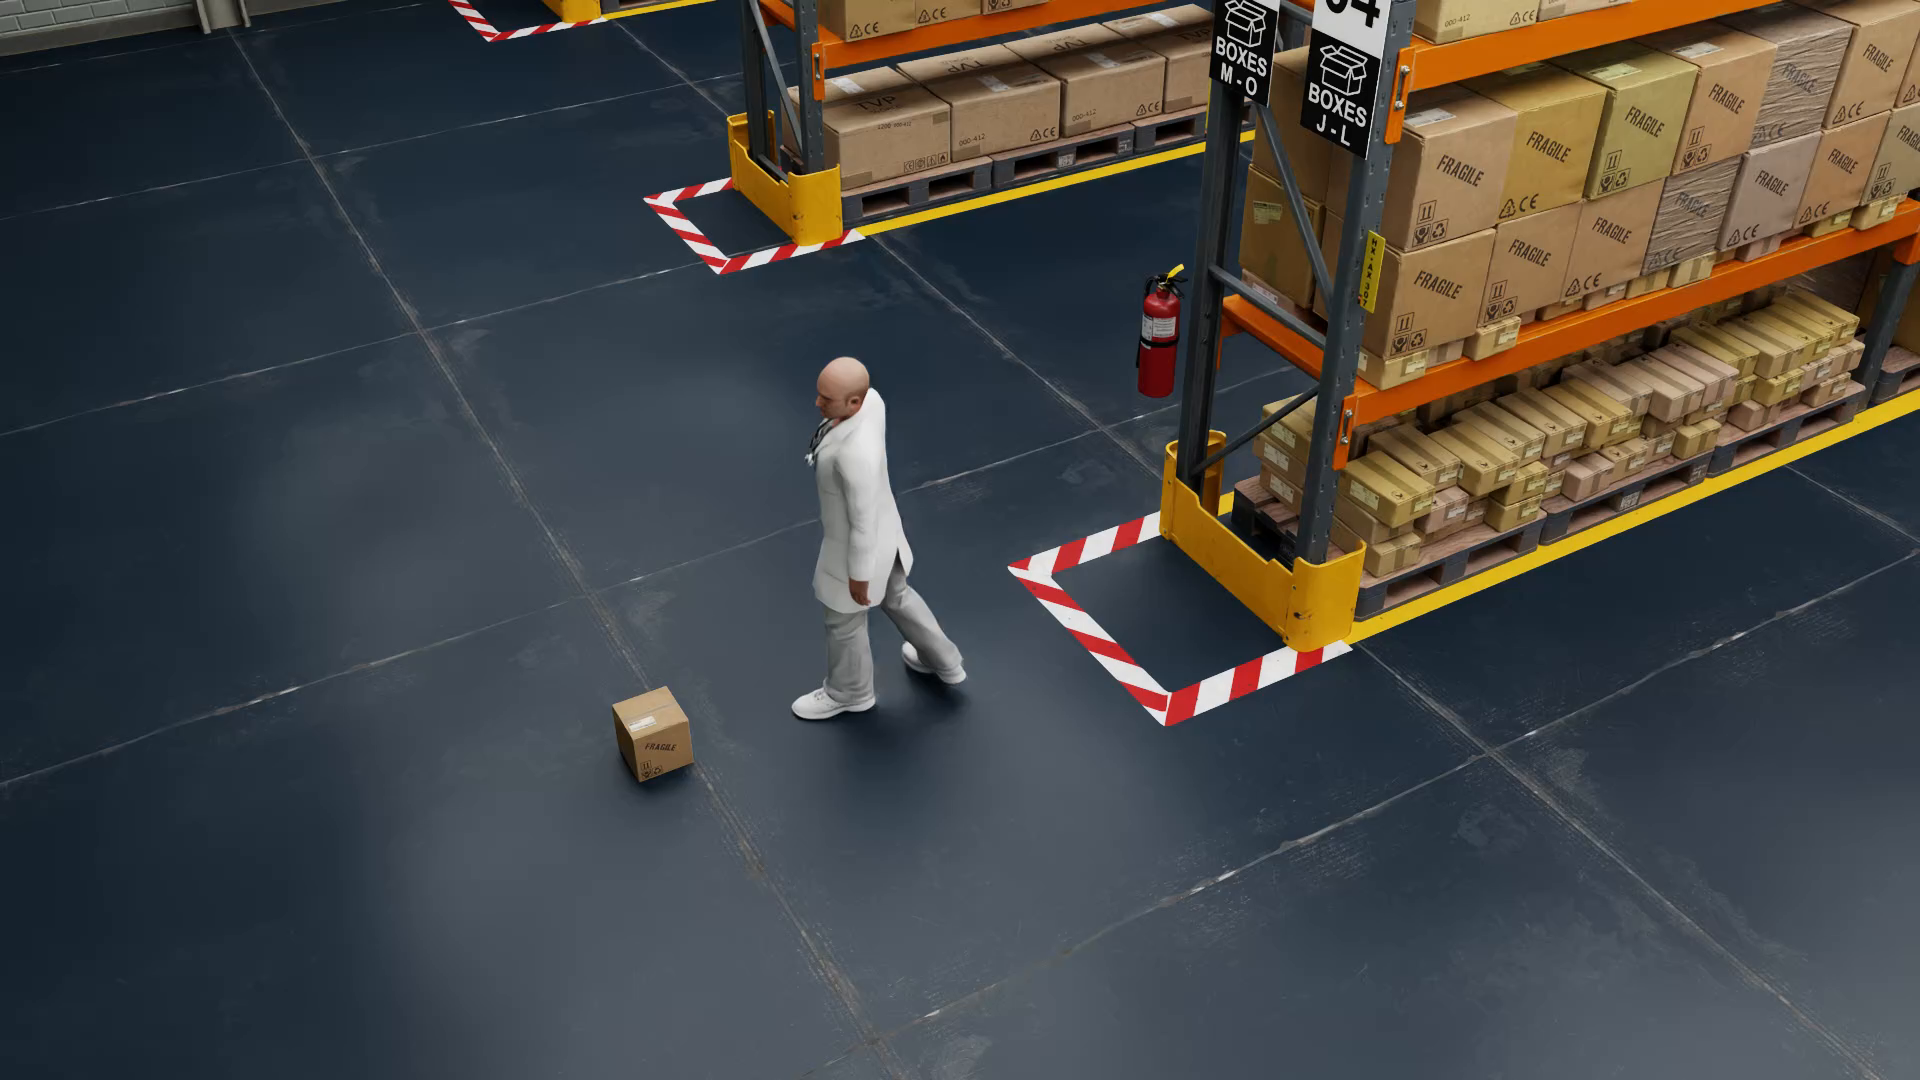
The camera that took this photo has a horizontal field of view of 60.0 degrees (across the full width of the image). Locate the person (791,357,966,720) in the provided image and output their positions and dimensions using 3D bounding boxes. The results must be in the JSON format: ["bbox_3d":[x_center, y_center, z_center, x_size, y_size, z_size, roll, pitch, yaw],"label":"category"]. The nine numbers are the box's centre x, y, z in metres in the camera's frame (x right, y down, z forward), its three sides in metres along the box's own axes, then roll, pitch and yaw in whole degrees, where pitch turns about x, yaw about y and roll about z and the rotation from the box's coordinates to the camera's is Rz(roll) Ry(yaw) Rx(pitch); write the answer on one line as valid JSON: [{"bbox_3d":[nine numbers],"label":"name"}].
[{"bbox_3d":[-0.355,-0.007,6.944,0.761,1.775,0.611,3,36,4],"label":"person"}]
